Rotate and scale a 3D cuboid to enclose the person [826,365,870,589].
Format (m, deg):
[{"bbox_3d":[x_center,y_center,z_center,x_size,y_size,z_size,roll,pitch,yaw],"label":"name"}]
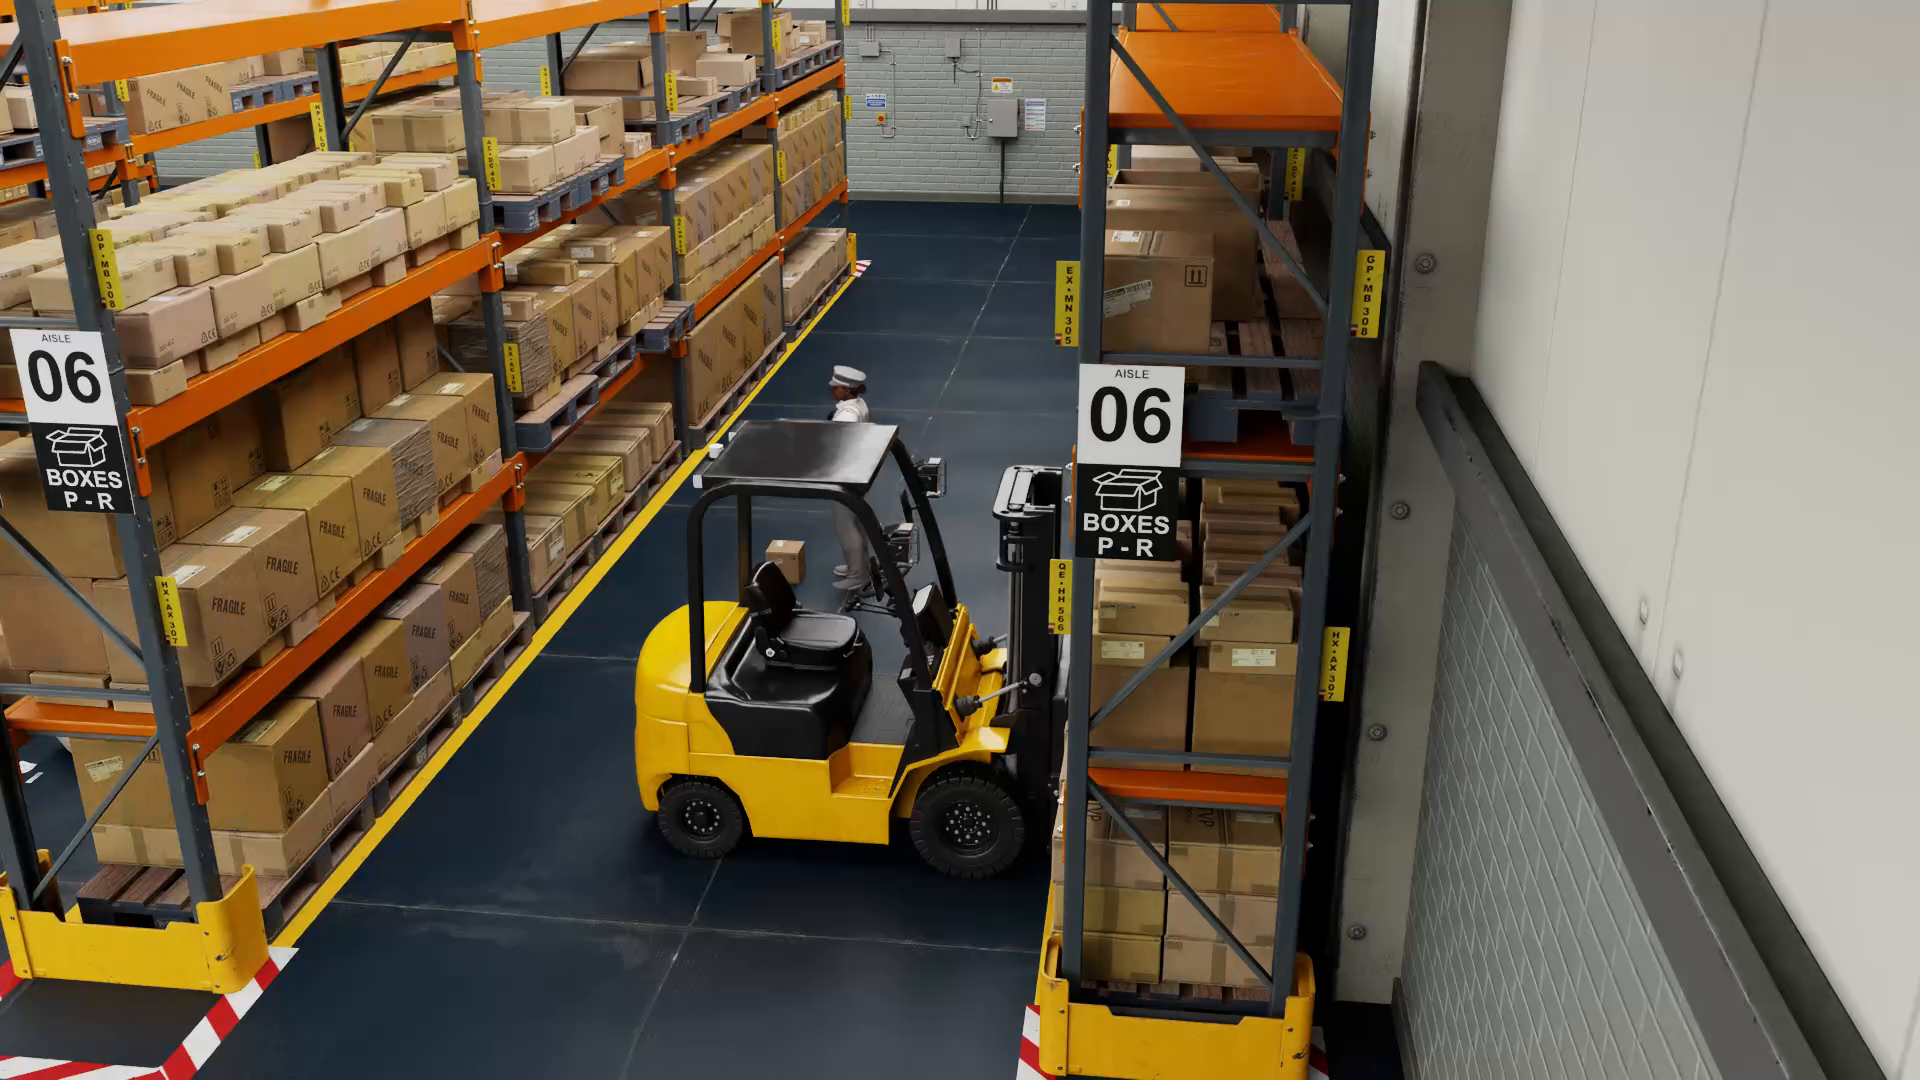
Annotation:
[{"bbox_3d":[-0.837,-0.458,12.281,0.340,1.706,0.436,3,22,8],"label":"person"}]
